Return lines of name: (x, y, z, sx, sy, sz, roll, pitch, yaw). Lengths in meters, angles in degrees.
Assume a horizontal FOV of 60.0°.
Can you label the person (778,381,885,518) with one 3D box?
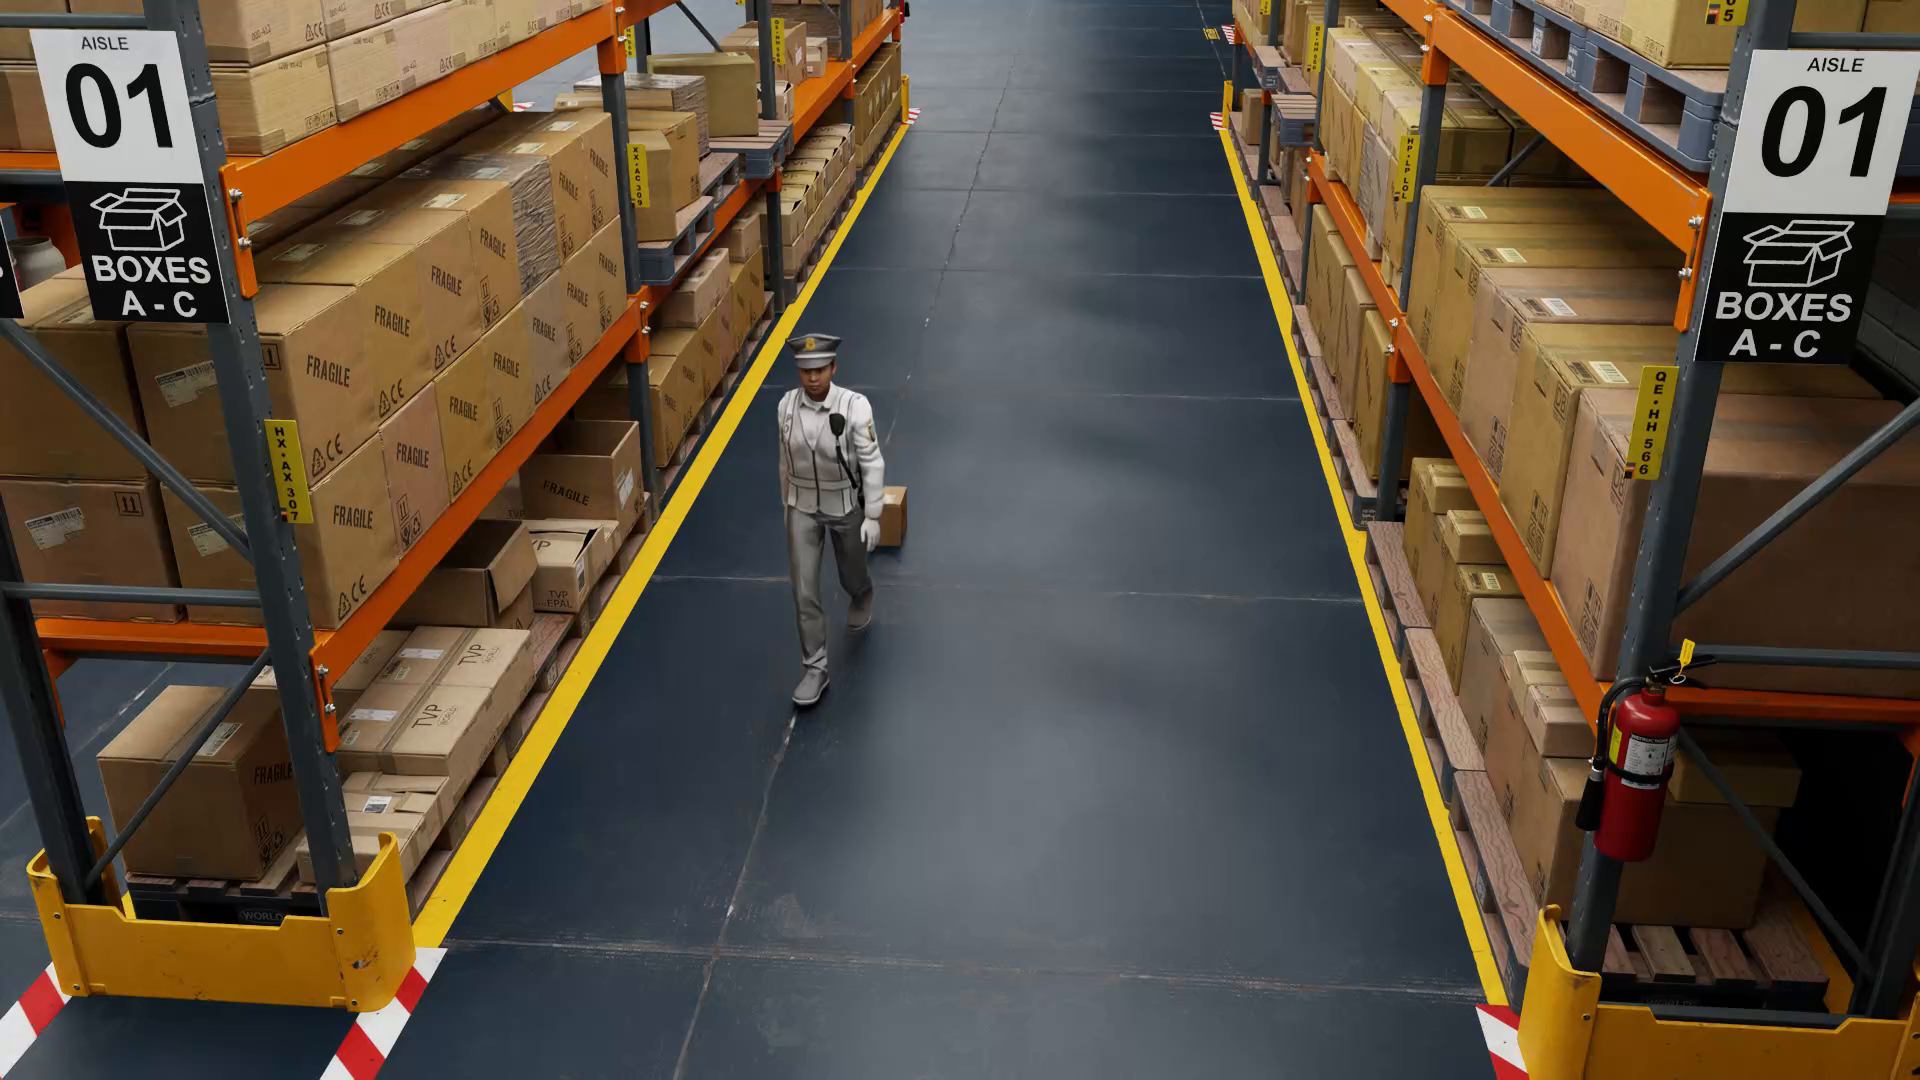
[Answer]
person: (-0.573, -0.393, 7.261, 0.495, 0.623, 0.342, 4, 25, 8)
